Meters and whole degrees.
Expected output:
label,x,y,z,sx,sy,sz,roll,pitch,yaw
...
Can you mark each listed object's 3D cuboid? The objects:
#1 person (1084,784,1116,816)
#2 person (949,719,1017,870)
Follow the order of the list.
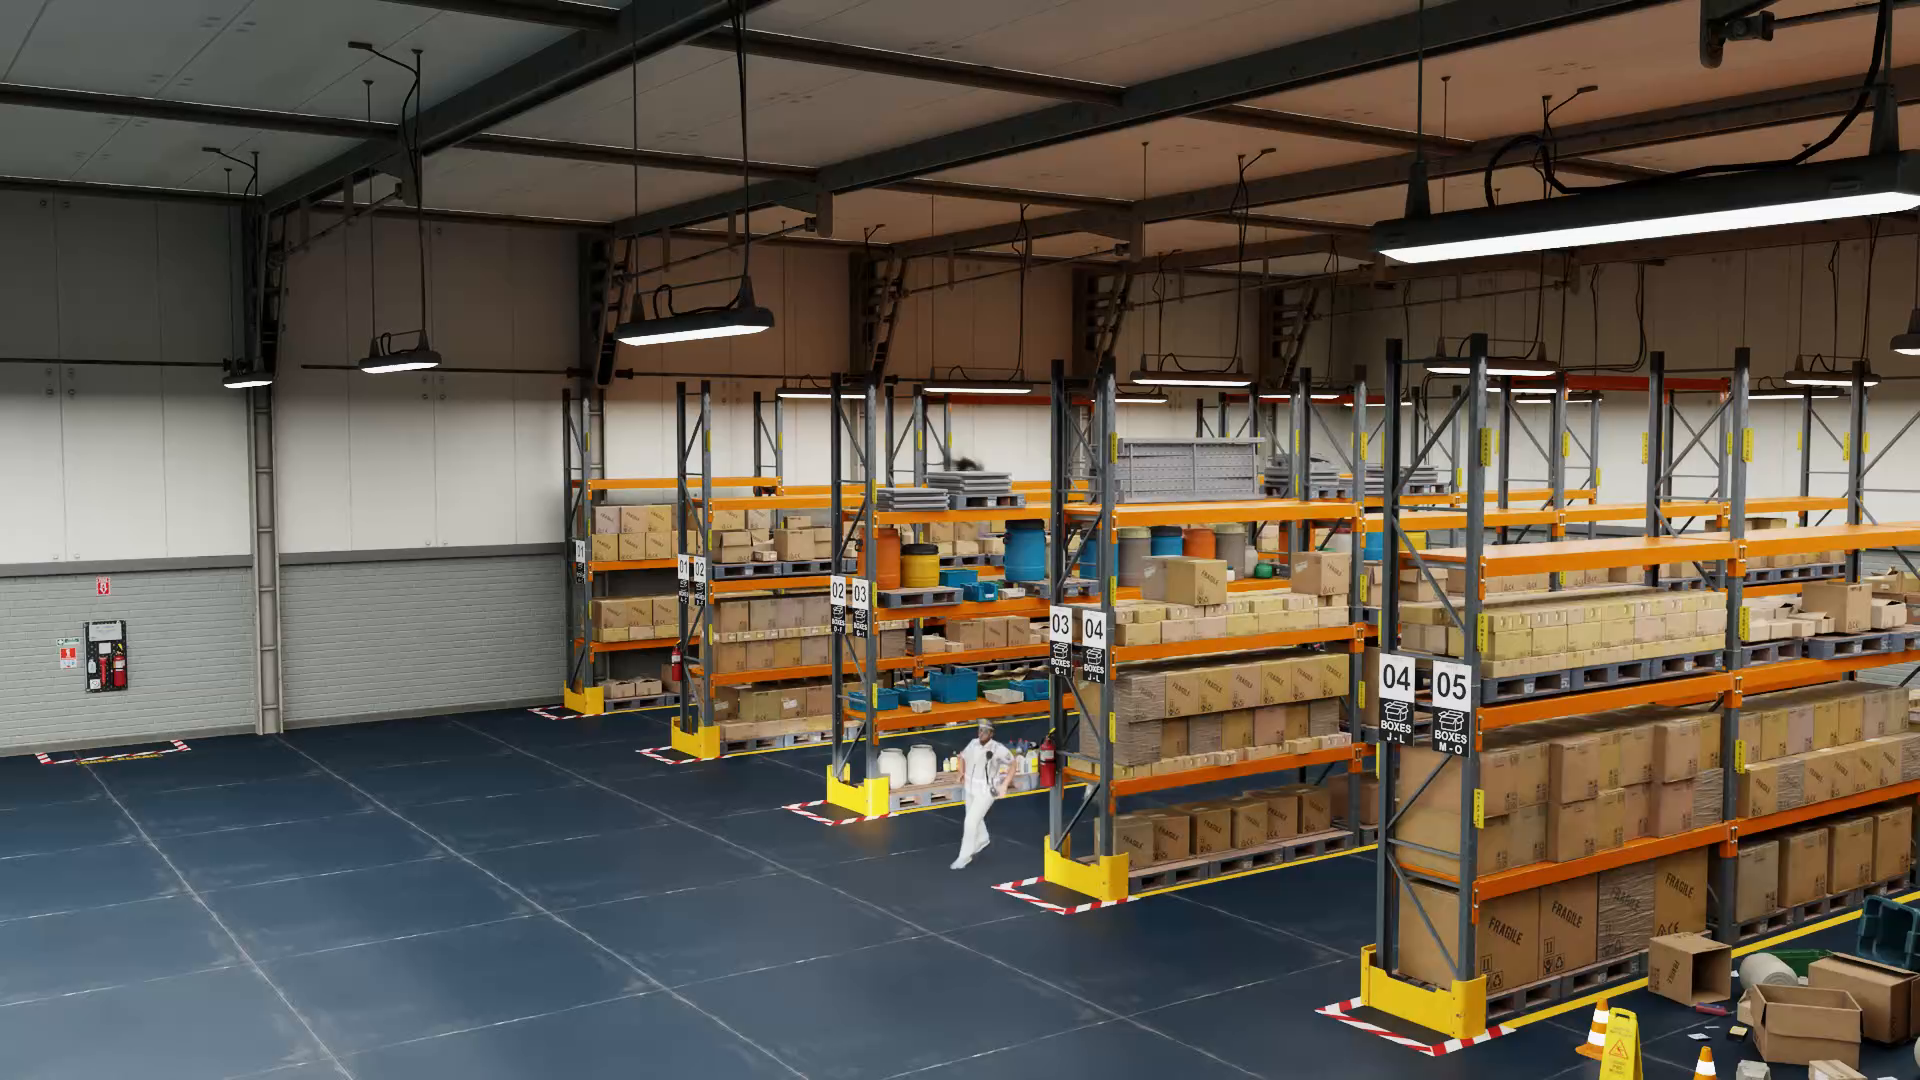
label,x,y,z,sx,sy,sz,roll,pitch,yaw
person,1.769,2.975,21.237,0.492,1.658,0.519,-3,5,-40
person,0.250,3.020,19.902,0.739,1.808,0.851,3,5,42
